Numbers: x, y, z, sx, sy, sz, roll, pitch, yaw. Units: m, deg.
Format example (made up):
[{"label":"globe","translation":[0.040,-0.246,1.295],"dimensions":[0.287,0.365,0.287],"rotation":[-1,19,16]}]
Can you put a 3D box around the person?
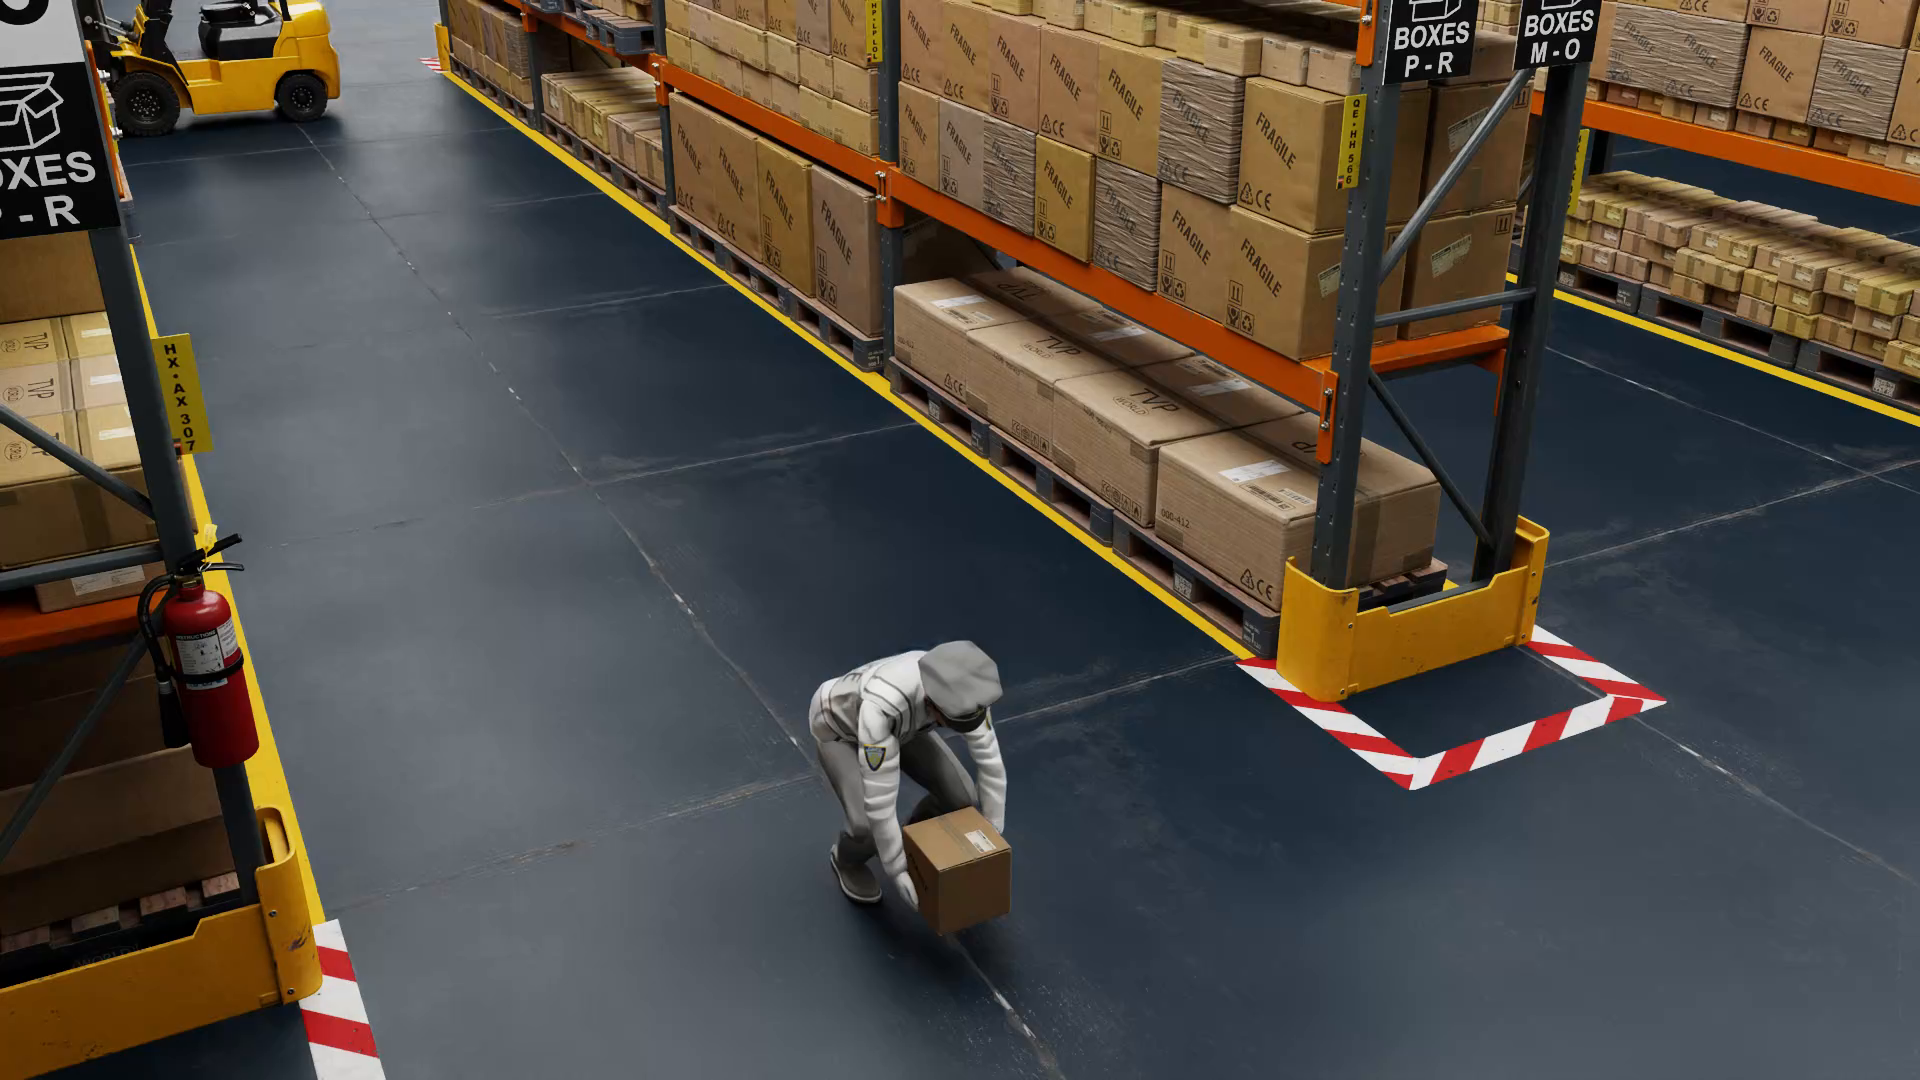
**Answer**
[{"label":"person","translation":[-0.160,0.706,5.375],"dimensions":[0.501,1.036,0.820],"rotation":[-13,29,-25]}]
